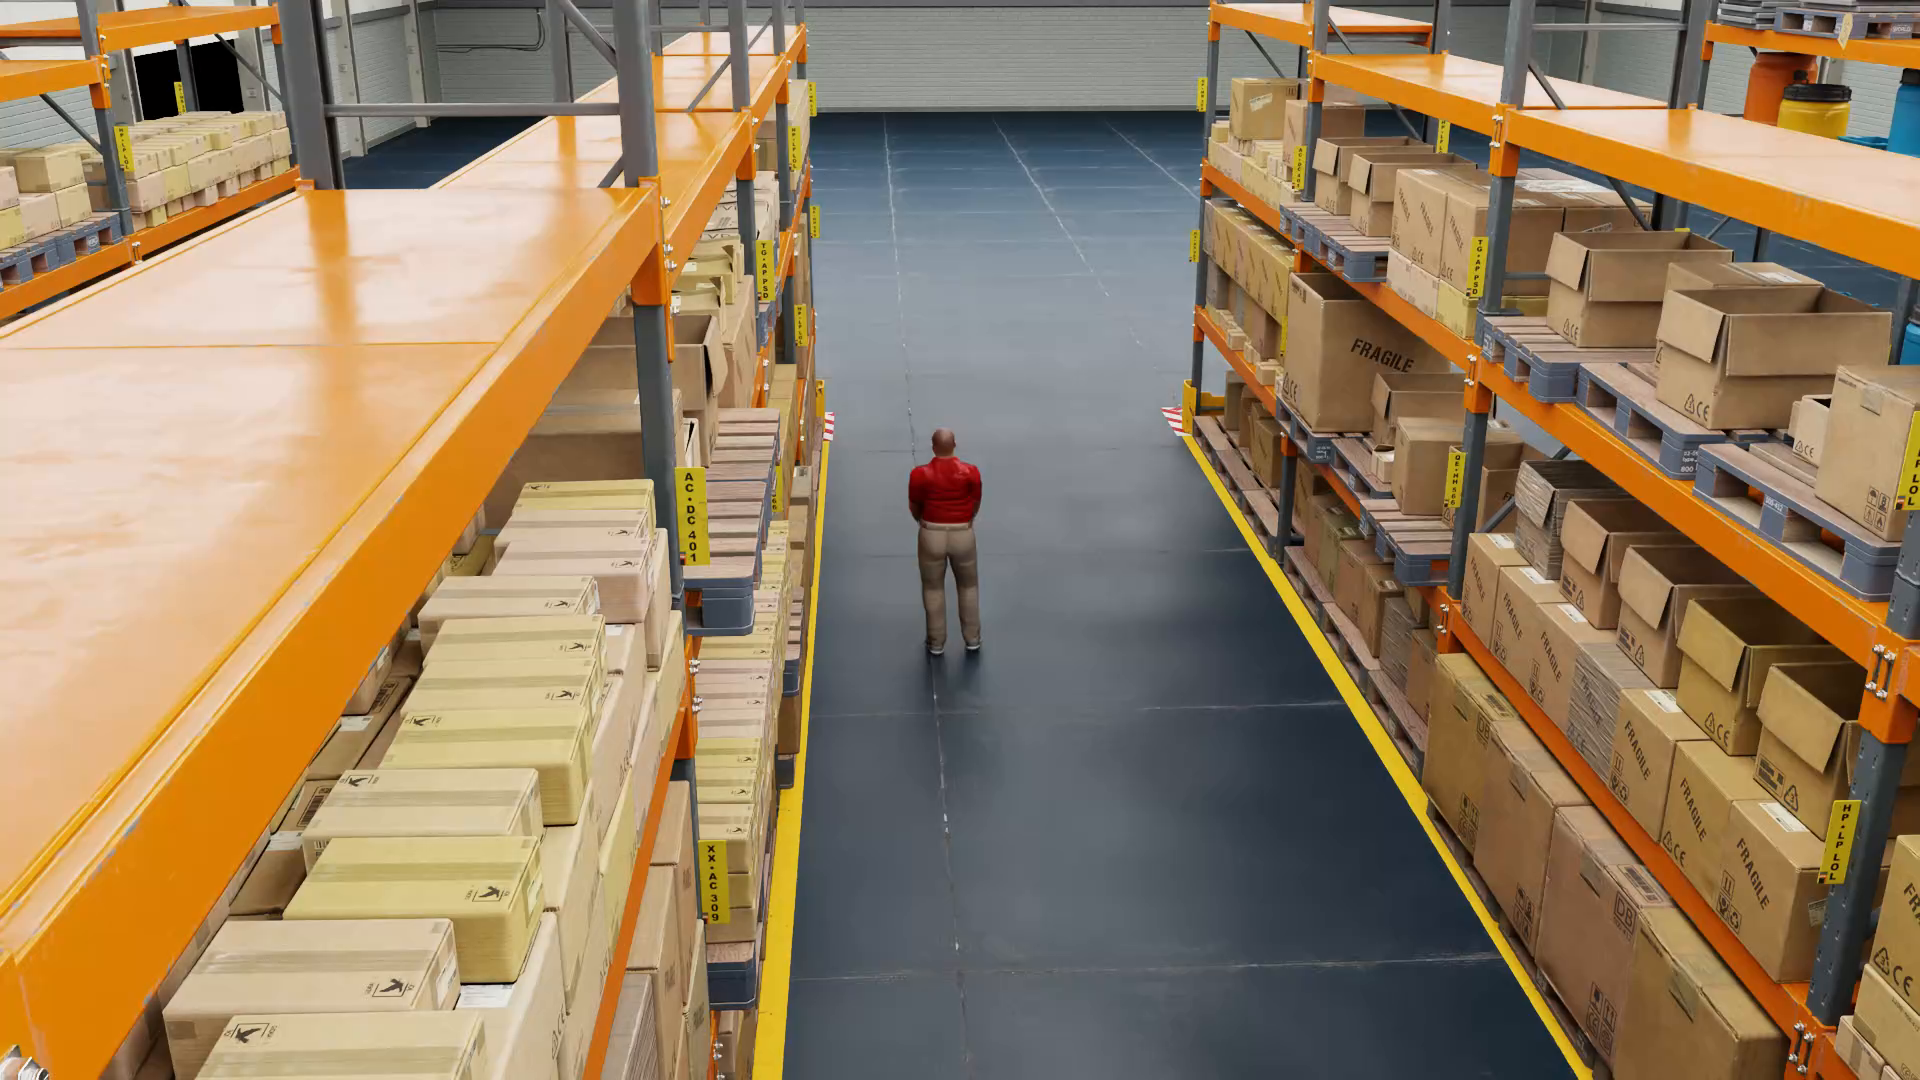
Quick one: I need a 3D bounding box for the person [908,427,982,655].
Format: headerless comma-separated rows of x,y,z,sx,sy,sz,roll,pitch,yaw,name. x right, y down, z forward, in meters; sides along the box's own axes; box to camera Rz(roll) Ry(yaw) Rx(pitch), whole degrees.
-0.097,-0.015,11.991,0.545,1.729,0.481,-1,20,-3,person
